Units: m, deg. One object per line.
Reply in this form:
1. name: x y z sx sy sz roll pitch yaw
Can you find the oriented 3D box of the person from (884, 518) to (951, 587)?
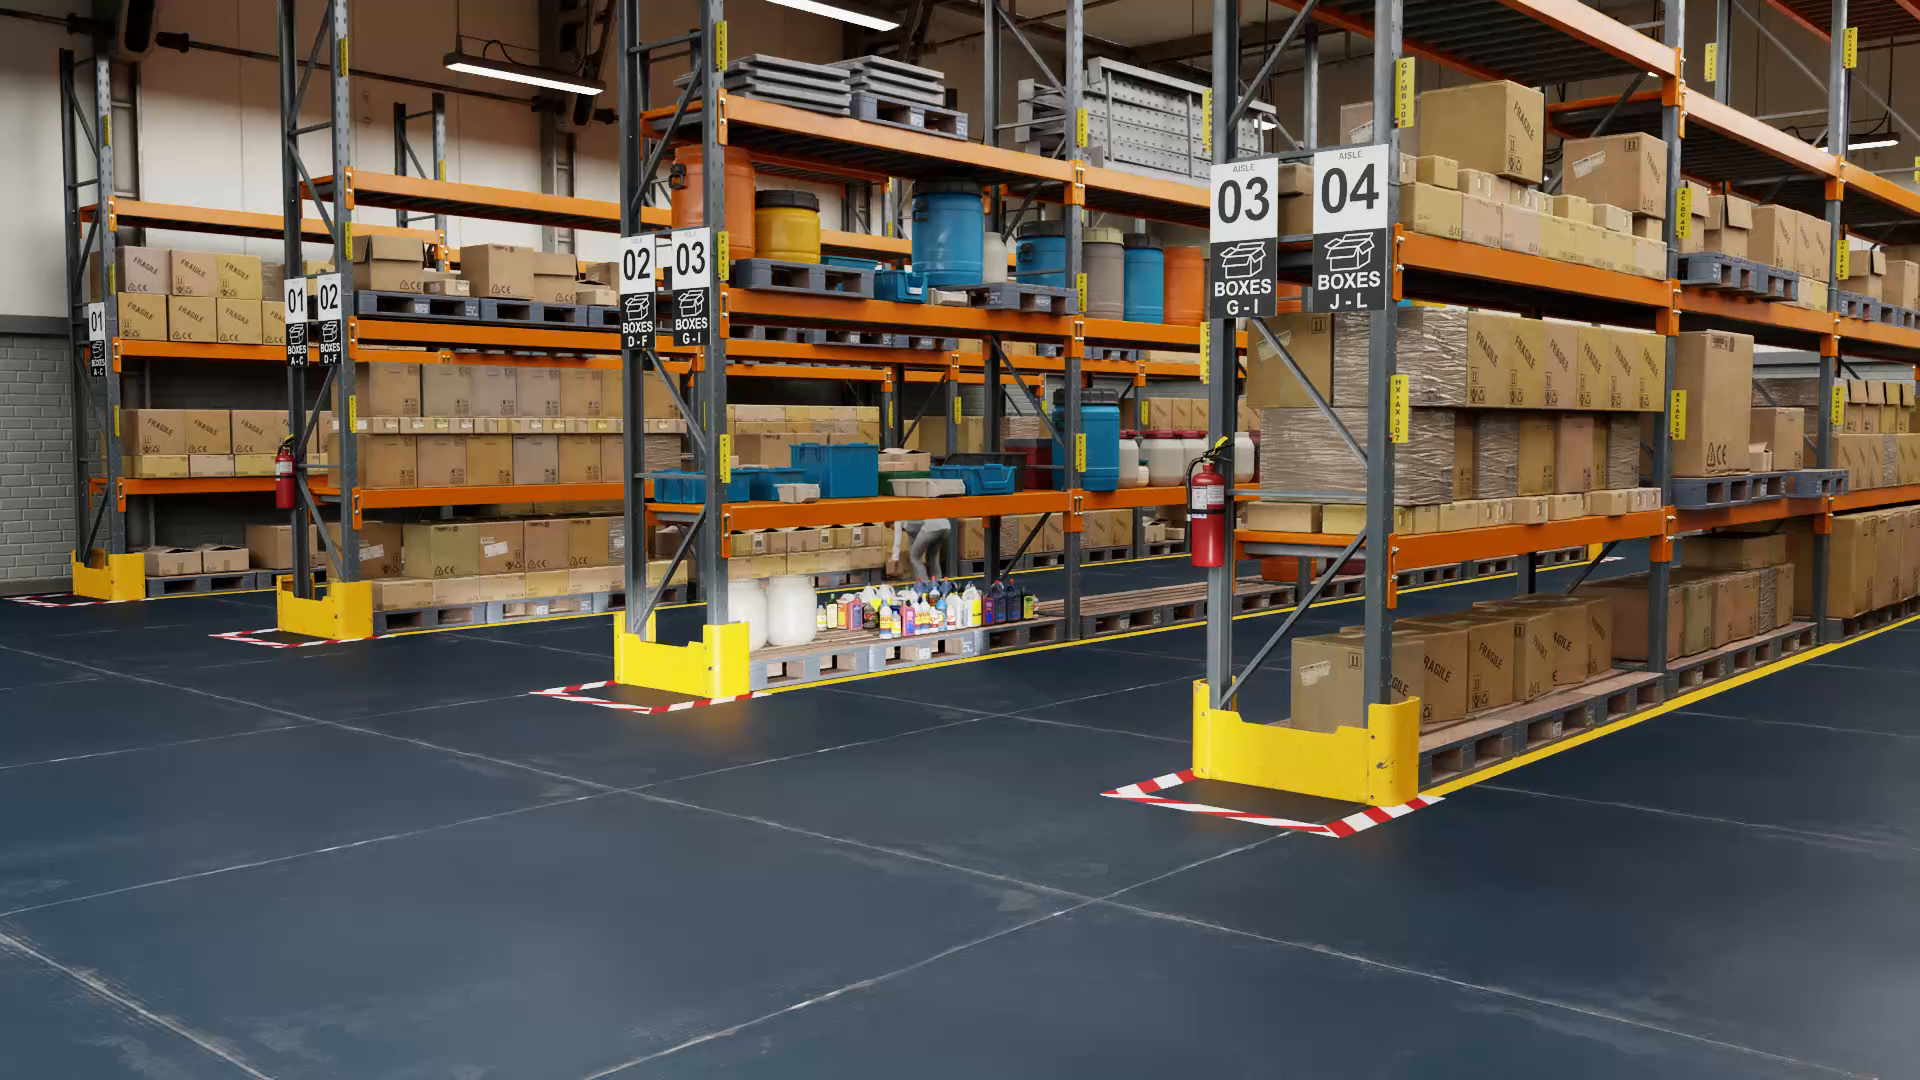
1. person: -0.483 0.151 17.991 0.871 1.001 0.392 3 5 39
